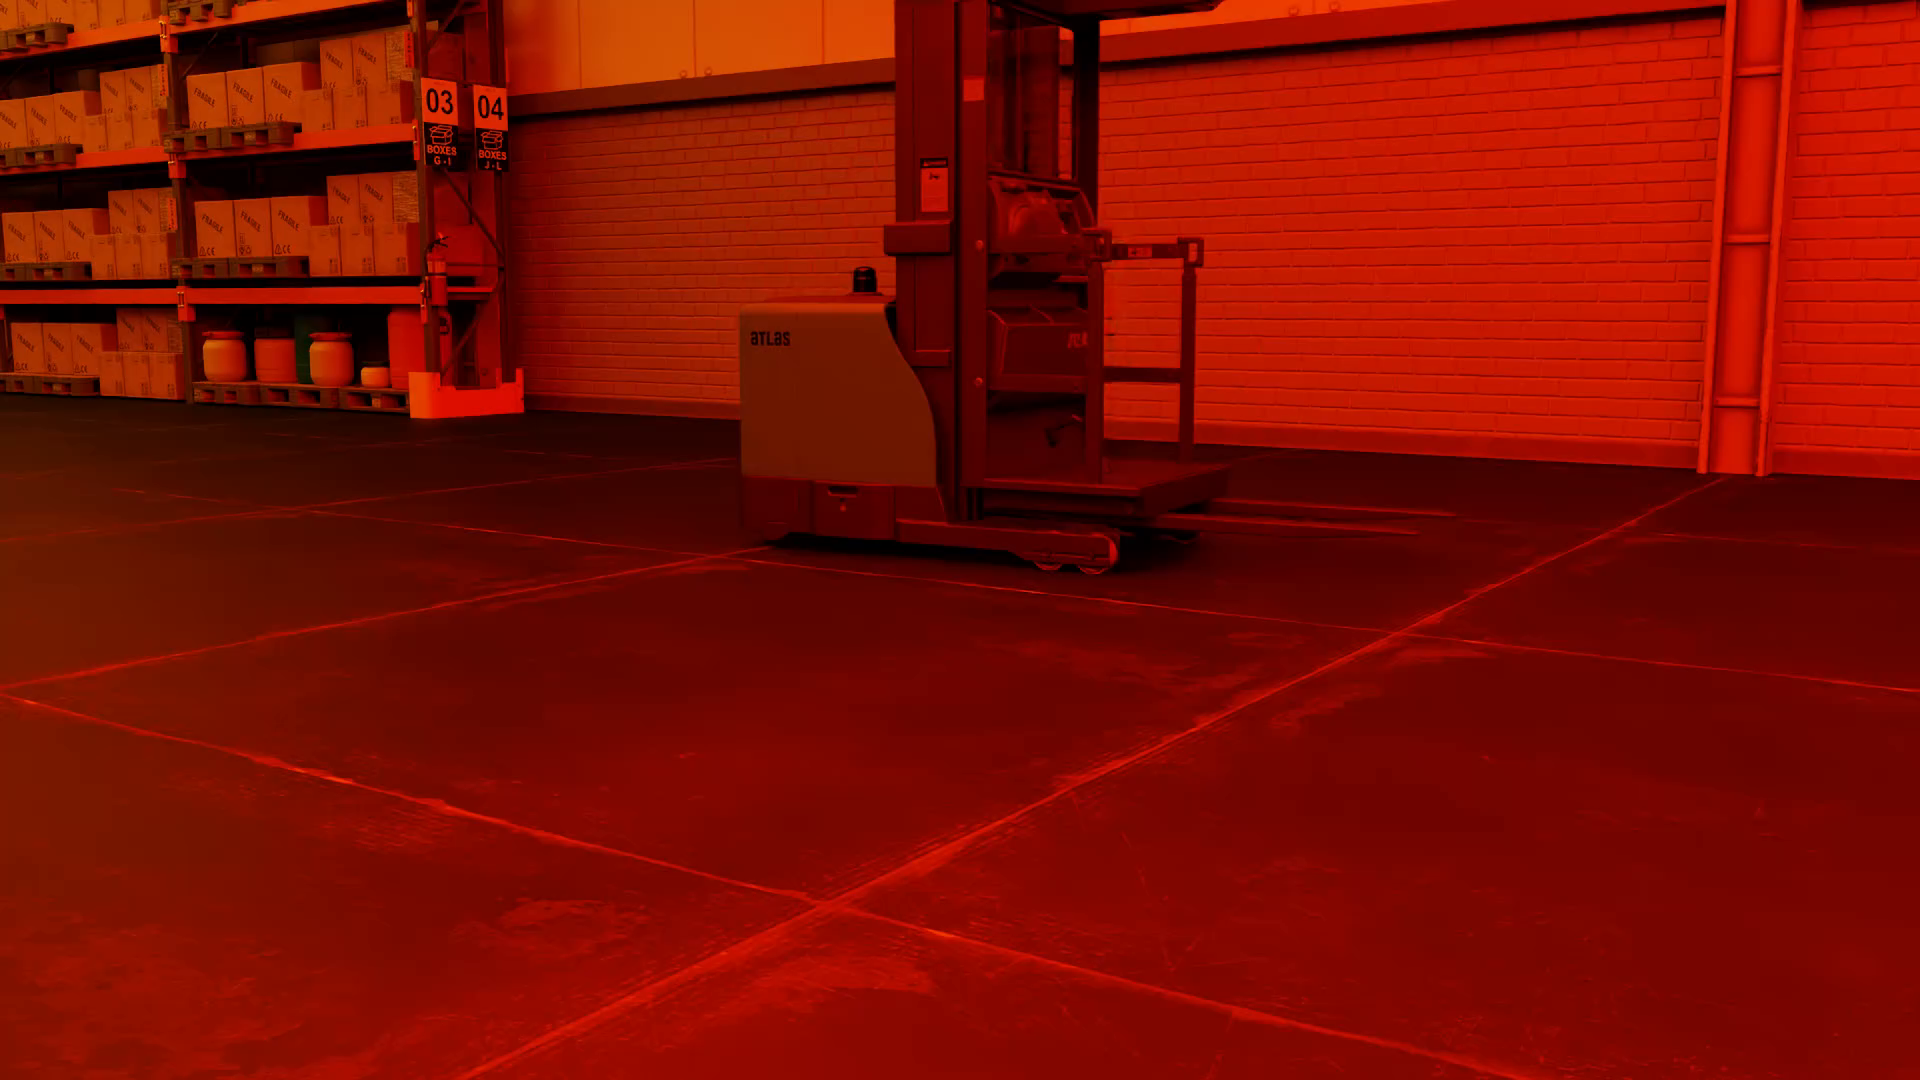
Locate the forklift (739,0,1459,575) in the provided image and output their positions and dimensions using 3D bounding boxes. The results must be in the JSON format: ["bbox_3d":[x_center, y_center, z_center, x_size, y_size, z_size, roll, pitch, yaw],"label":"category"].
[{"bbox_3d":[0.542,-1.397,7.014,3.031,2.935,1.130,4,9,29],"label":"forklift"}]
